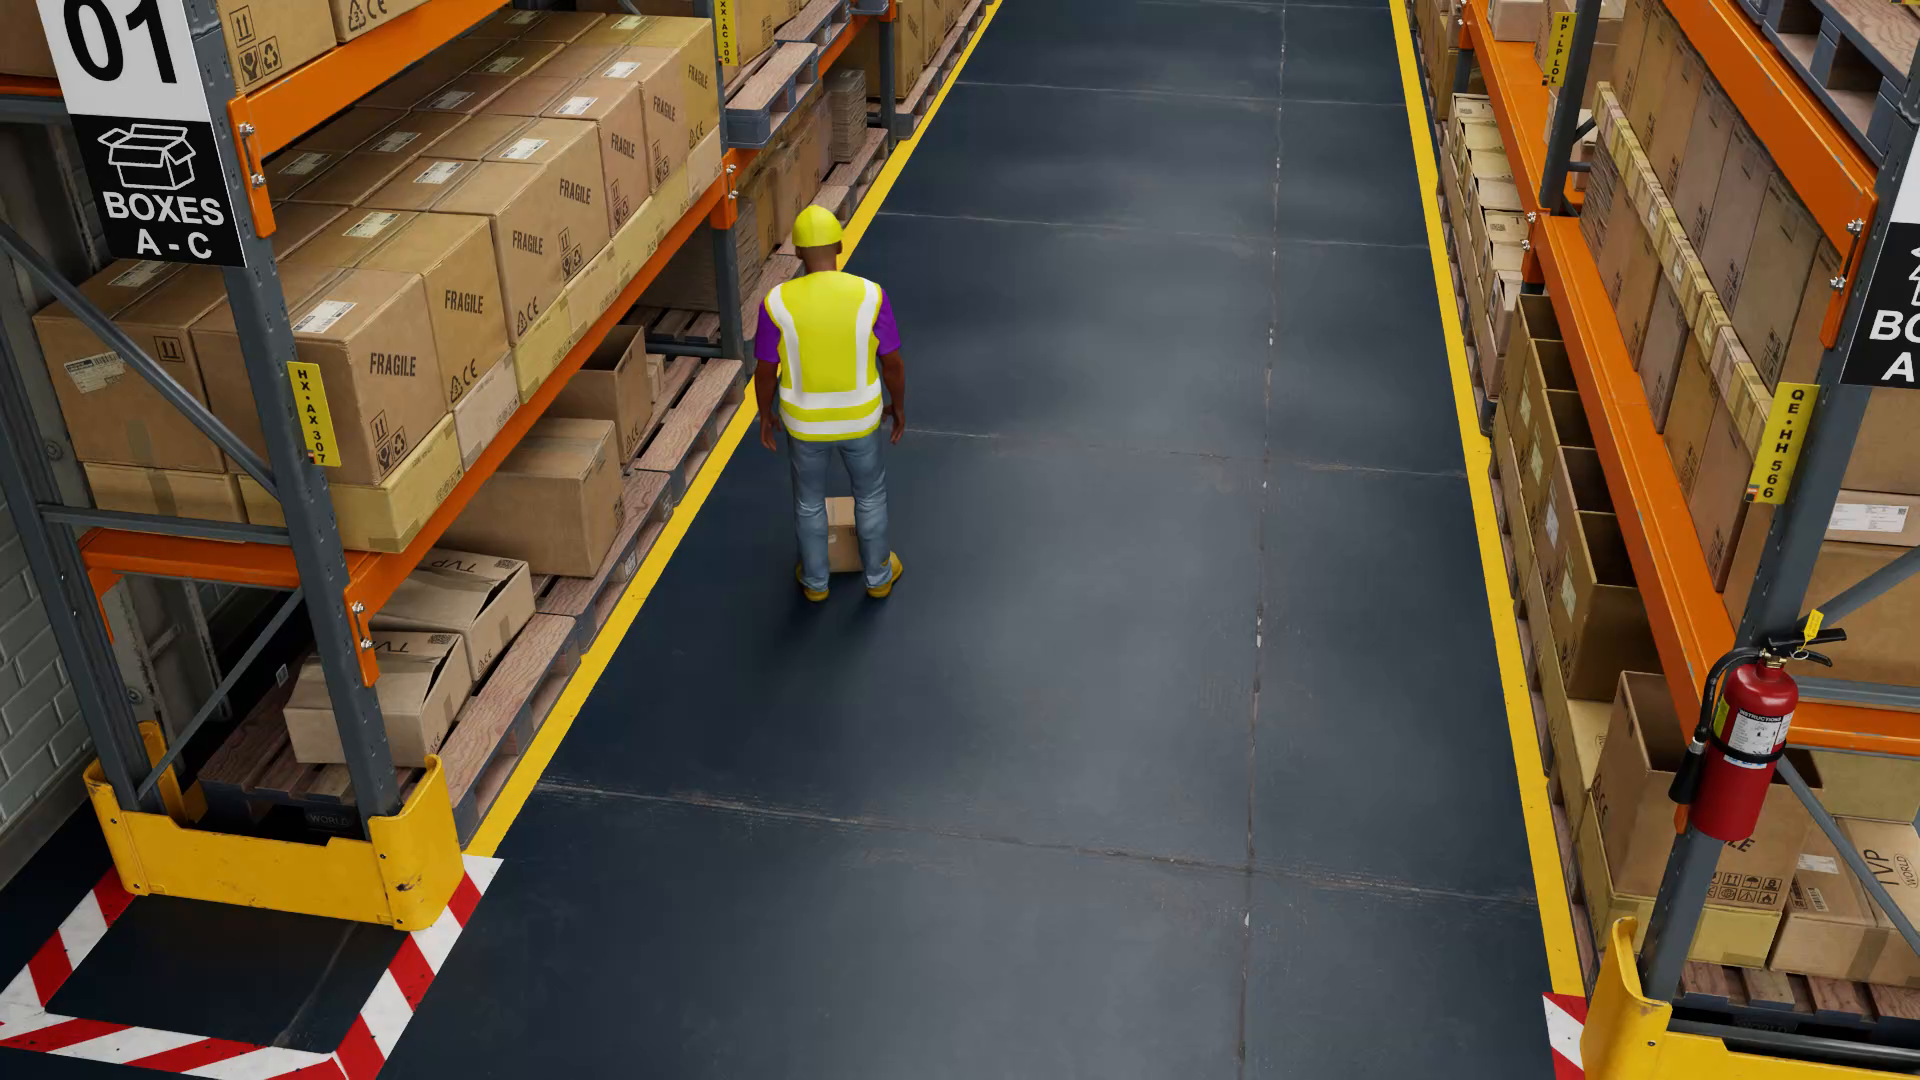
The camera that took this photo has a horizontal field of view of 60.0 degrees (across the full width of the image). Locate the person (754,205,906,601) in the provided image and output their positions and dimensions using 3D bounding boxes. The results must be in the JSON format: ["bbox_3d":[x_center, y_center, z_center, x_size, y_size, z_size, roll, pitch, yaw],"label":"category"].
[{"bbox_3d":[-0.536,-0.539,6.980,0.620,1.755,0.463,-3,32,-5],"label":"person"}]
